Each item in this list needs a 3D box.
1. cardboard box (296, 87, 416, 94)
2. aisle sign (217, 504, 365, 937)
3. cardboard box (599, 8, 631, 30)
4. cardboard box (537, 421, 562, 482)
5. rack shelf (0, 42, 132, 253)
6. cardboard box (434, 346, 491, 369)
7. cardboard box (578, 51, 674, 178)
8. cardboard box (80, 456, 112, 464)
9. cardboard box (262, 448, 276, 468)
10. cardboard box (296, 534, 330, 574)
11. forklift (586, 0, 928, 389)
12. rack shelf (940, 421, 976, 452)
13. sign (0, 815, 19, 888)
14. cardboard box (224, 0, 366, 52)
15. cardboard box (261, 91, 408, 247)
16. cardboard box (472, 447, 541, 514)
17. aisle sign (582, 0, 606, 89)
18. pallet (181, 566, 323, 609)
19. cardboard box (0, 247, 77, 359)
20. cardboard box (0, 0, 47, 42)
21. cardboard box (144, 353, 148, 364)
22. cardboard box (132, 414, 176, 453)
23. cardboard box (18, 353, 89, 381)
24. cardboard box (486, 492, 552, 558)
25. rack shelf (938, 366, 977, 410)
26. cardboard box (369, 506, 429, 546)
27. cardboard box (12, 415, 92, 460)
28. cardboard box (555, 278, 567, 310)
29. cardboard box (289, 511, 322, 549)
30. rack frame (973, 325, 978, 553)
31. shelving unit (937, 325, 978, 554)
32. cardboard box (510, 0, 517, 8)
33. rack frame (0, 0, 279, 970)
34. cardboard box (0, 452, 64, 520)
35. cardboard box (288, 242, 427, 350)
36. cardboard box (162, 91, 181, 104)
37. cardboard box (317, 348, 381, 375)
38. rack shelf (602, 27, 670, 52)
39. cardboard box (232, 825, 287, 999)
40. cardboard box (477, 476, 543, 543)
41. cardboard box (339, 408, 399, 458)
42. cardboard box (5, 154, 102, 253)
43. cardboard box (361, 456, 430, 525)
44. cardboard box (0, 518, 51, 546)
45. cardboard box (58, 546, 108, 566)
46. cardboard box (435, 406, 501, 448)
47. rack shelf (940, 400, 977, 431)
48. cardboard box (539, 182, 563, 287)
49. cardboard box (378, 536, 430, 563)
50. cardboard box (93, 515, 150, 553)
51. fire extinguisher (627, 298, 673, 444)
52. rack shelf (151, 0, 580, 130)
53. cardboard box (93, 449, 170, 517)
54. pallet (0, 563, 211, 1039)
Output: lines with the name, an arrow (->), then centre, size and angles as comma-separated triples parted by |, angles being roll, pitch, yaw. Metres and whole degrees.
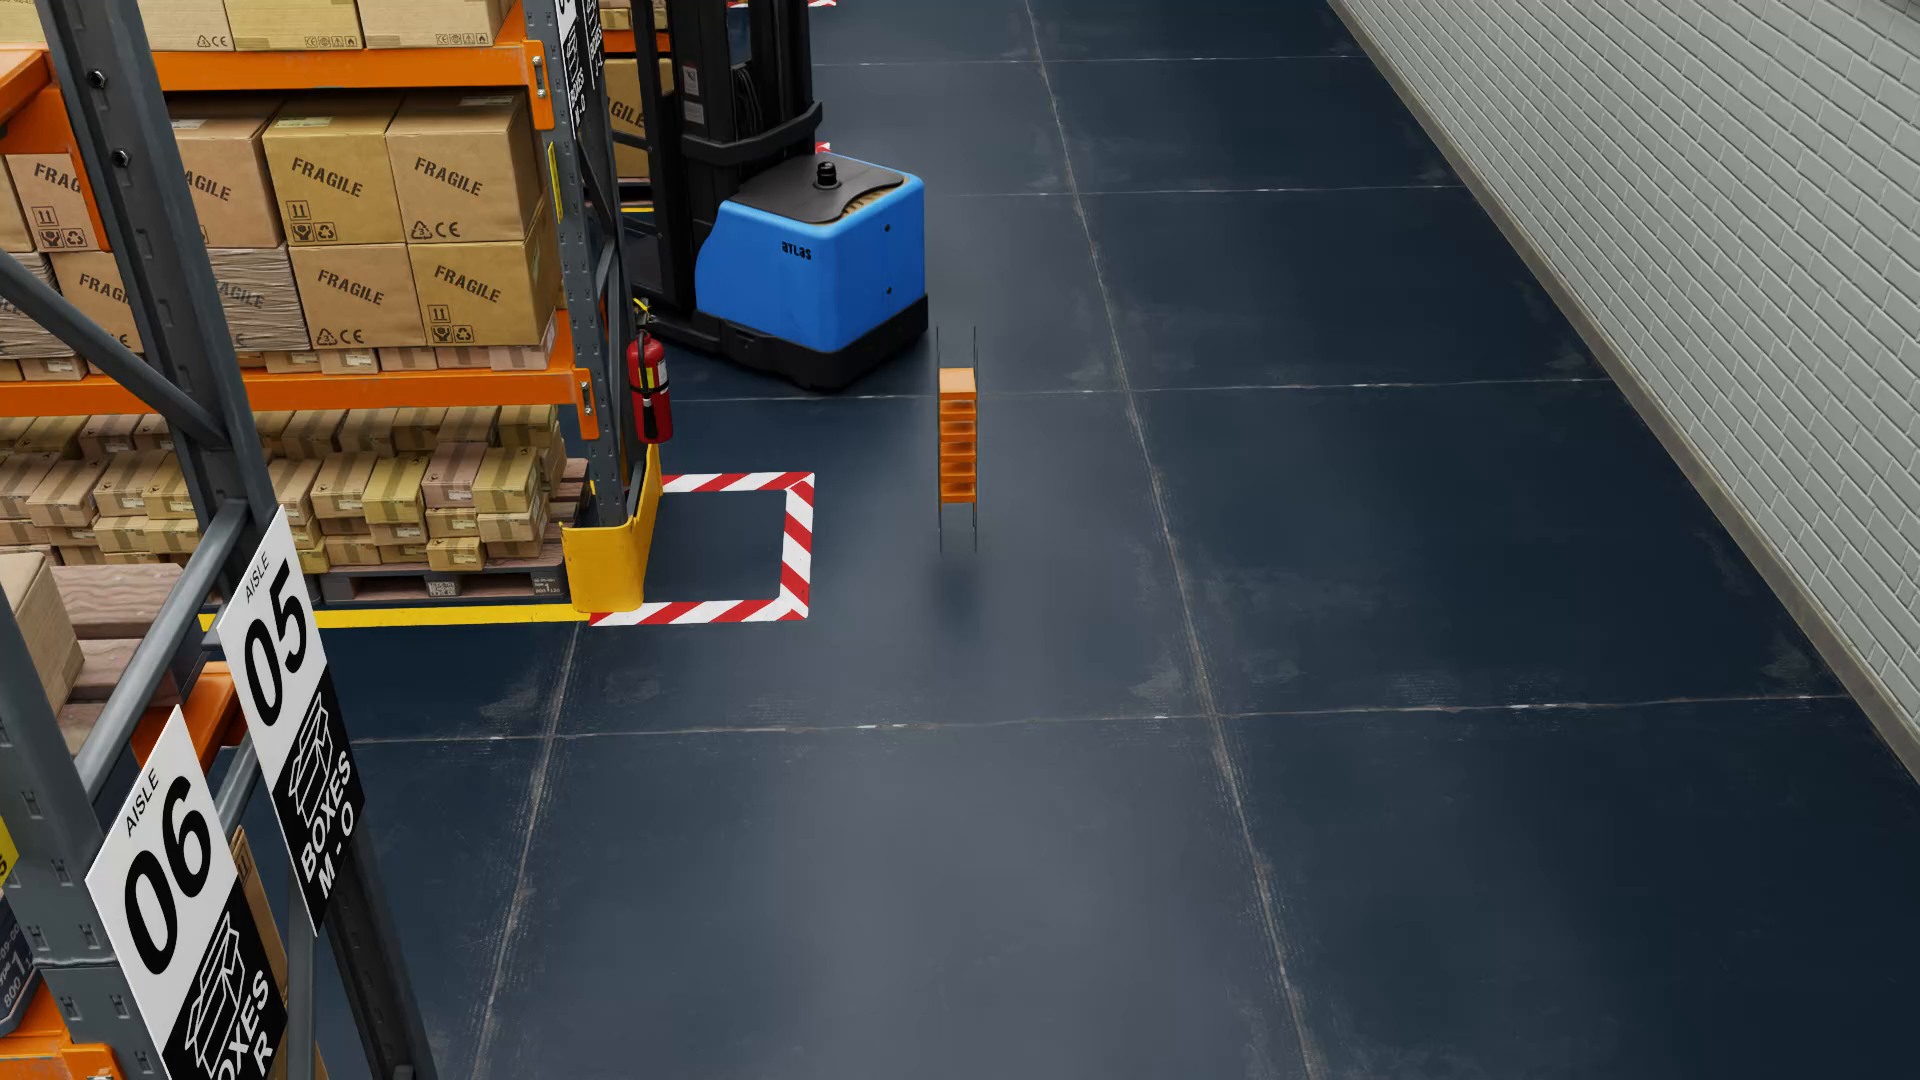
cardboard box -> -2.669, -1.905, 7.639 | 0.500, 0.500, 0.500 | -1, 35, -1
aisle sign -> -1.311, 0.366, 3.300 | 0.004, 0.787, 0.394 | -2, 35, -2
cardboard box -> -2.438, -3.723, 11.715 | 0.250, 0.149, 0.380 | -1, 35, -2
cardboard box -> -2.240, -0.464, 8.659 | 0.250, 0.149, 0.380 | 0, 35, 0
rack shelf -> -3.367, -0.351, 2.333 | 4.000, 0.370, 1.077 | -2, 35, -2
cardboard box -> -2.267, -0.951, 7.709 | 0.250, 0.149, 0.380 | -2, 35, -2
cardboard box -> -2.473, -3.267, 12.333 | 0.875, 0.875, 0.875 | -2, 35, -2
cardboard box -> -4.355, -0.414, 8.587 | 0.250, 0.149, 0.380 | -1, 35, -1
cardboard box -> -3.523, -0.288, 8.144 | 0.250, 0.149, 0.380 | -3, 35, -4
cardboard box -> -3.238, 0.003, 8.247 | 0.250, 0.149, 0.380 | -3, 35, -4
forklift -> -1.708, -2.759, 10.161 | 3.031, 2.935, 1.130 | 21, 40, 28
rack shelf -> -0.014, -0.555, 8.365 | 0.180, 0.103, 0.258 | -2, 35, -2
sign -> -1.357, 0.346, 2.270 | 0.005, 0.325, 0.100 | -2, 35, -2
cardboard box -> -2.655, -2.200, 6.789 | 0.500, 0.250, 0.500 | -1, 35, -2
cardboard box -> -2.656, -1.616, 7.222 | 0.500, 0.500, 0.500 | -3, 35, -4
cardboard box -> -2.221, -0.296, 8.155 | 0.250, 0.149, 0.380 | -1, 35, -2
aisle sign -> -1.645, -2.450, 7.370 | 0.004, 0.787, 0.394 | -2, 35, -2
pallet -> -3.809, -0.027, 8.604 | 1.213, 0.211, 1.003 | -2, 35, -2
cardboard box -> -4.194, -1.145, 7.420 | 0.500, 0.500, 0.500 | -2, 35, -3
cardboard box -> -3.682, -2.169, 6.744 | 0.500, 0.250, 0.500 | 0, 35, 0
cardboard box -> -3.572, -0.935, 7.686 | 0.250, 0.149, 0.380 | -1, 35, -1
cardboard box -> -4.057, -0.581, 8.567 | 0.250, 0.149, 0.380 | -3, 35, -4
cardboard box -> -4.088, -0.883, 7.610 | 0.250, 0.149, 0.380 | 0, 35, 0
cardboard box -> -2.220, -0.077, 8.361 | 0.250, 0.149, 0.380 | -1, 35, -1
rack shelf -> -0.014, -0.752, 8.228 | 0.180, 0.103, 0.258 | -2, 35, -2
cardboard box -> -2.737, -0.140, 8.192 | 0.250, 0.149, 0.380 | -3, 35, -4
cardboard box -> -4.592, -0.507, 8.460 | 0.250, 0.149, 0.380 | 0, 35, -1
cardboard box -> -2.043, -1.283, 8.189 | 0.250, 0.149, 0.380 | -2, 35, -3
cardboard box -> -3.253, -0.119, 8.161 | 0.250, 0.149, 0.380 | -1, 35, -2
rack frame -> 0.077, -0.495, 8.412 | 0.006, 1.200, 0.240 | -2, 35, -2
shelving unit -> -0.014, -0.493, 8.408 | 0.189, 1.200, 0.258 | -2, 35, -2
cardboard box -> -2.165, -2.514, 7.243 | 0.500, 0.250, 0.500 | 0, 35, -1
rack frame -> -1.369, -0.865, 2.092 | 0.127, 3.000, 1.000 | -2, 35, -2
cardboard box -> -4.558, -0.266, 8.112 | 0.250, 0.149, 0.380 | -2, 35, -3
cardboard box -> -2.656, -1.203, 7.503 | 0.500, 0.500, 0.500 | -2, 35, -3
cardboard box -> -3.698, -1.888, 7.614 | 0.500, 0.500, 0.500 | -3, 35, -4
cardboard box -> -2.770, -0.915, 7.658 | 0.250, 0.149, 0.380 | -1, 35, -1
rack shelf -> -3.836, -3.681, 12.066 | 4.000, 0.370, 1.077 | -2, 35, -2
cardboard box -> -1.862, 1.001, 3.702 | 0.500, 0.500, 0.500 | -2, 35, -3
cardboard box -> -2.218, -0.155, 8.213 | 0.250, 0.149, 0.380 | -2, 35, -4
cardboard box -> -3.015, -0.570, 8.550 | 0.250, 0.149, 0.380 | -3, 35, -5
cardboard box -> -3.703, -1.581, 7.171 | 0.500, 0.500, 0.500 | -3, 35, -4
cardboard box -> -2.727, -0.242, 8.078 | 0.250, 0.149, 0.380 | -2, 35, -3
cardboard box -> -4.562, -0.142, 8.195 | 0.250, 0.149, 0.380 | -3, 35, -5
cardboard box -> -4.291, -0.035, 8.300 | 0.250, 0.149, 0.380 | -3, 35, -4
cardboard box -> -2.513, -0.557, 8.533 | 0.250, 0.149, 0.380 | -1, 35, -1
rack shelf -> -0.014, -0.654, 8.297 | 0.180, 0.103, 0.258 | -2, 35, -2
cardboard box -> -2.166, -1.517, 7.957 | 0.500, 0.500, 0.500 | 0, 35, 0
cardboard box -> -2.740, -0.054, 8.328 | 0.250, 0.149, 0.380 | -2, 35, -2
cardboard box -> -4.032, -0.107, 8.144 | 0.250, 0.149, 0.380 | -2, 35, -3
fire extinguisher -> -1.431, -0.768, 7.620 | 0.183, 0.674, 0.296 | -2, 35, -2
rack shelf -> -3.702, -2.093, 7.134 | 4.000, 0.370, 1.077 | -2, 35, -2
cardboard box -> -4.032, -0.281, 8.134 | 0.250, 0.149, 0.380 | -3, 35, -4
pallet -> -2.109, 0.431, 2.933 | 1.213, 0.211, 1.003 | -2, 35, -2
